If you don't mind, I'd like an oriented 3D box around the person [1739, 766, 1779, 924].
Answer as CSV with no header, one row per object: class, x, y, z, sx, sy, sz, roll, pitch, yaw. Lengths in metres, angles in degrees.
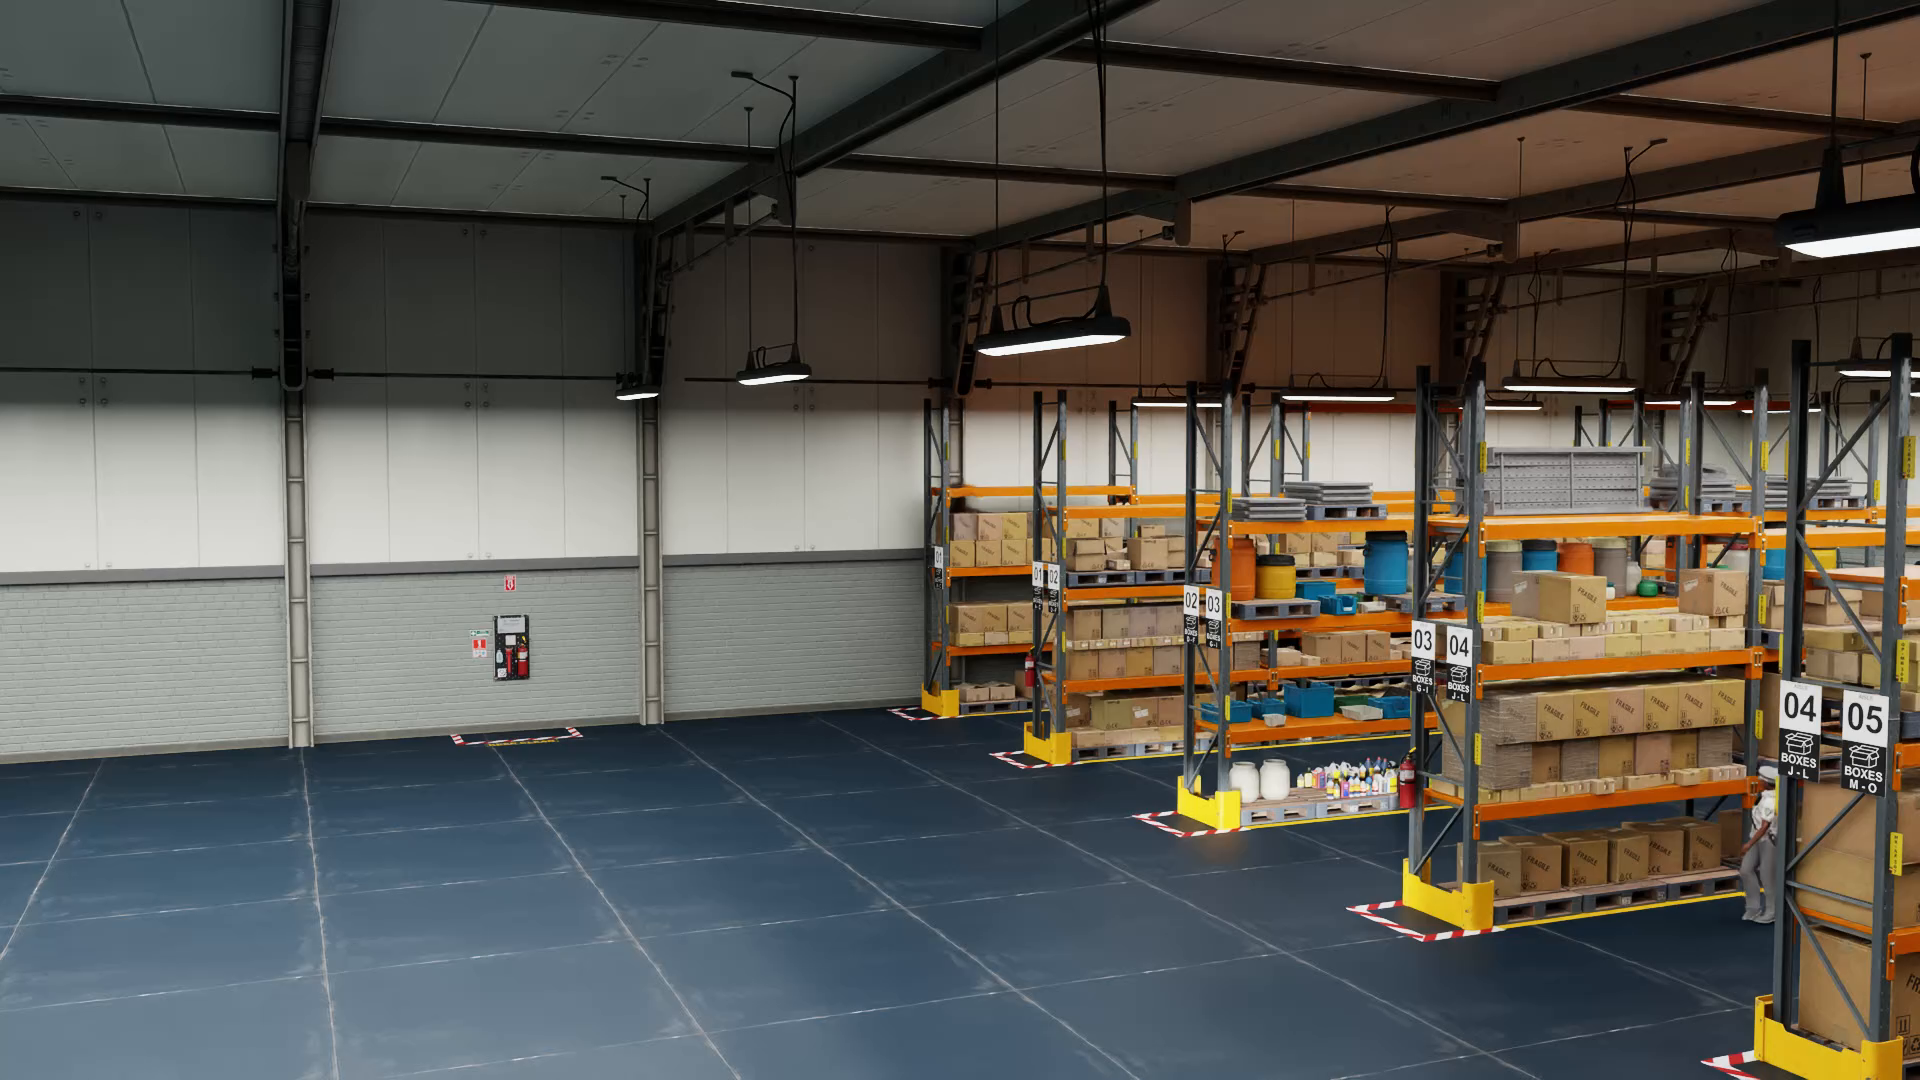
person,8.588,3.314,17.885,0.527,1.775,0.490,0,3,-2
